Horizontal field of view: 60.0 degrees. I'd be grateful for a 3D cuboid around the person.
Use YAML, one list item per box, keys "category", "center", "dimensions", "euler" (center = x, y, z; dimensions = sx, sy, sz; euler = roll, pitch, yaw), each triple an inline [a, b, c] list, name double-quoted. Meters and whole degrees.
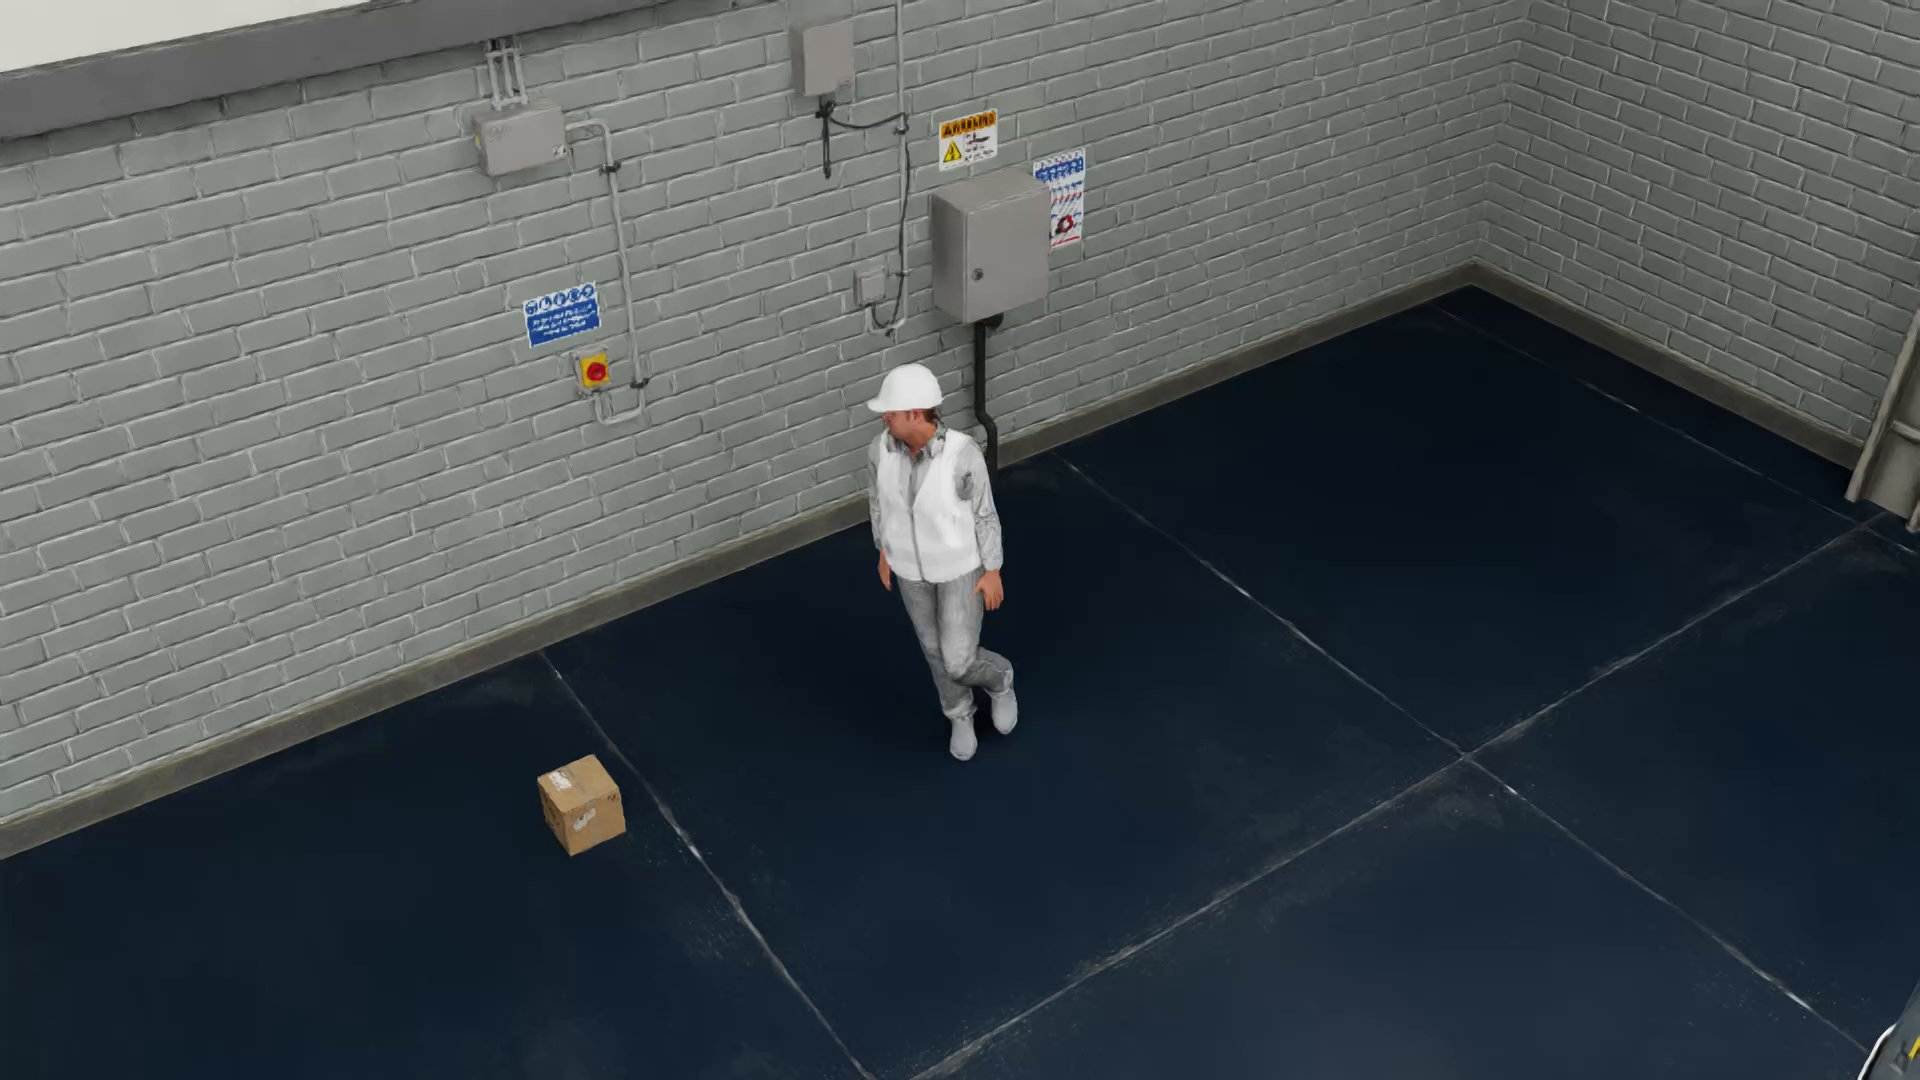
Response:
- category: "person"
  center: [-0.089, 0.126, 6.812]
  dimensions: [0.687, 1.759, 0.476]
  euler: [12, 38, 16]
